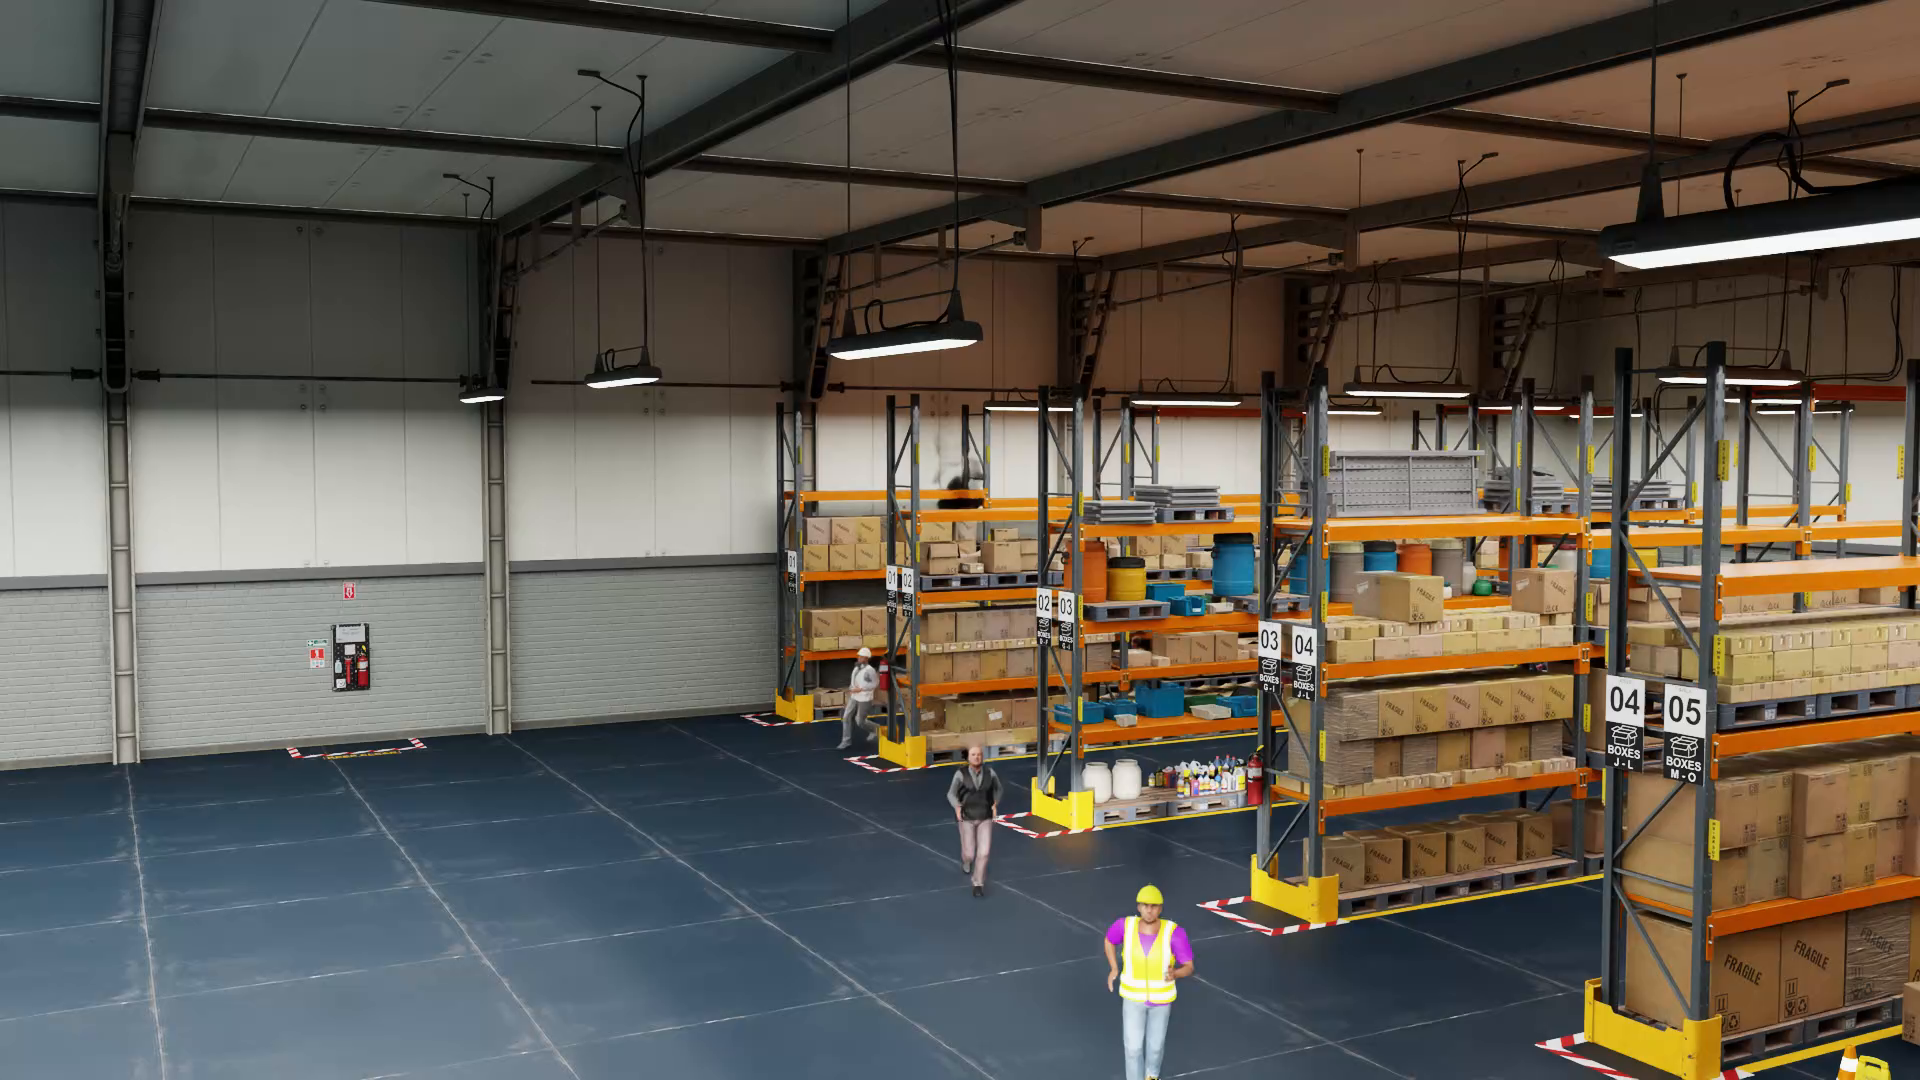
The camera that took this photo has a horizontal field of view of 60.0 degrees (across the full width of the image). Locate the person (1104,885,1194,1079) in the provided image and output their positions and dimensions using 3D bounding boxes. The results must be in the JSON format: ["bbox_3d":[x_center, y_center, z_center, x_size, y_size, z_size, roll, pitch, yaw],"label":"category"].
[{"bbox_3d":[1.453,3.547,12.788,0.684,1.815,0.887,0,3,5],"label":"person"}]

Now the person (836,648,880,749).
[{"bbox_3d":[-1.664,2.701,28.448,0.844,1.758,0.609,-3,4,-41],"label":"person"}]

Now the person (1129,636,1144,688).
[{"bbox_3d":[3.272,2.599,31.225,0.682,1.617,0.503,-2,4,-35],"label":"person"}]

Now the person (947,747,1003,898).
[{"bbox_3d":[0.187,3.236,19.292,0.661,1.694,0.733,0,3,-6],"label":"person"}]
